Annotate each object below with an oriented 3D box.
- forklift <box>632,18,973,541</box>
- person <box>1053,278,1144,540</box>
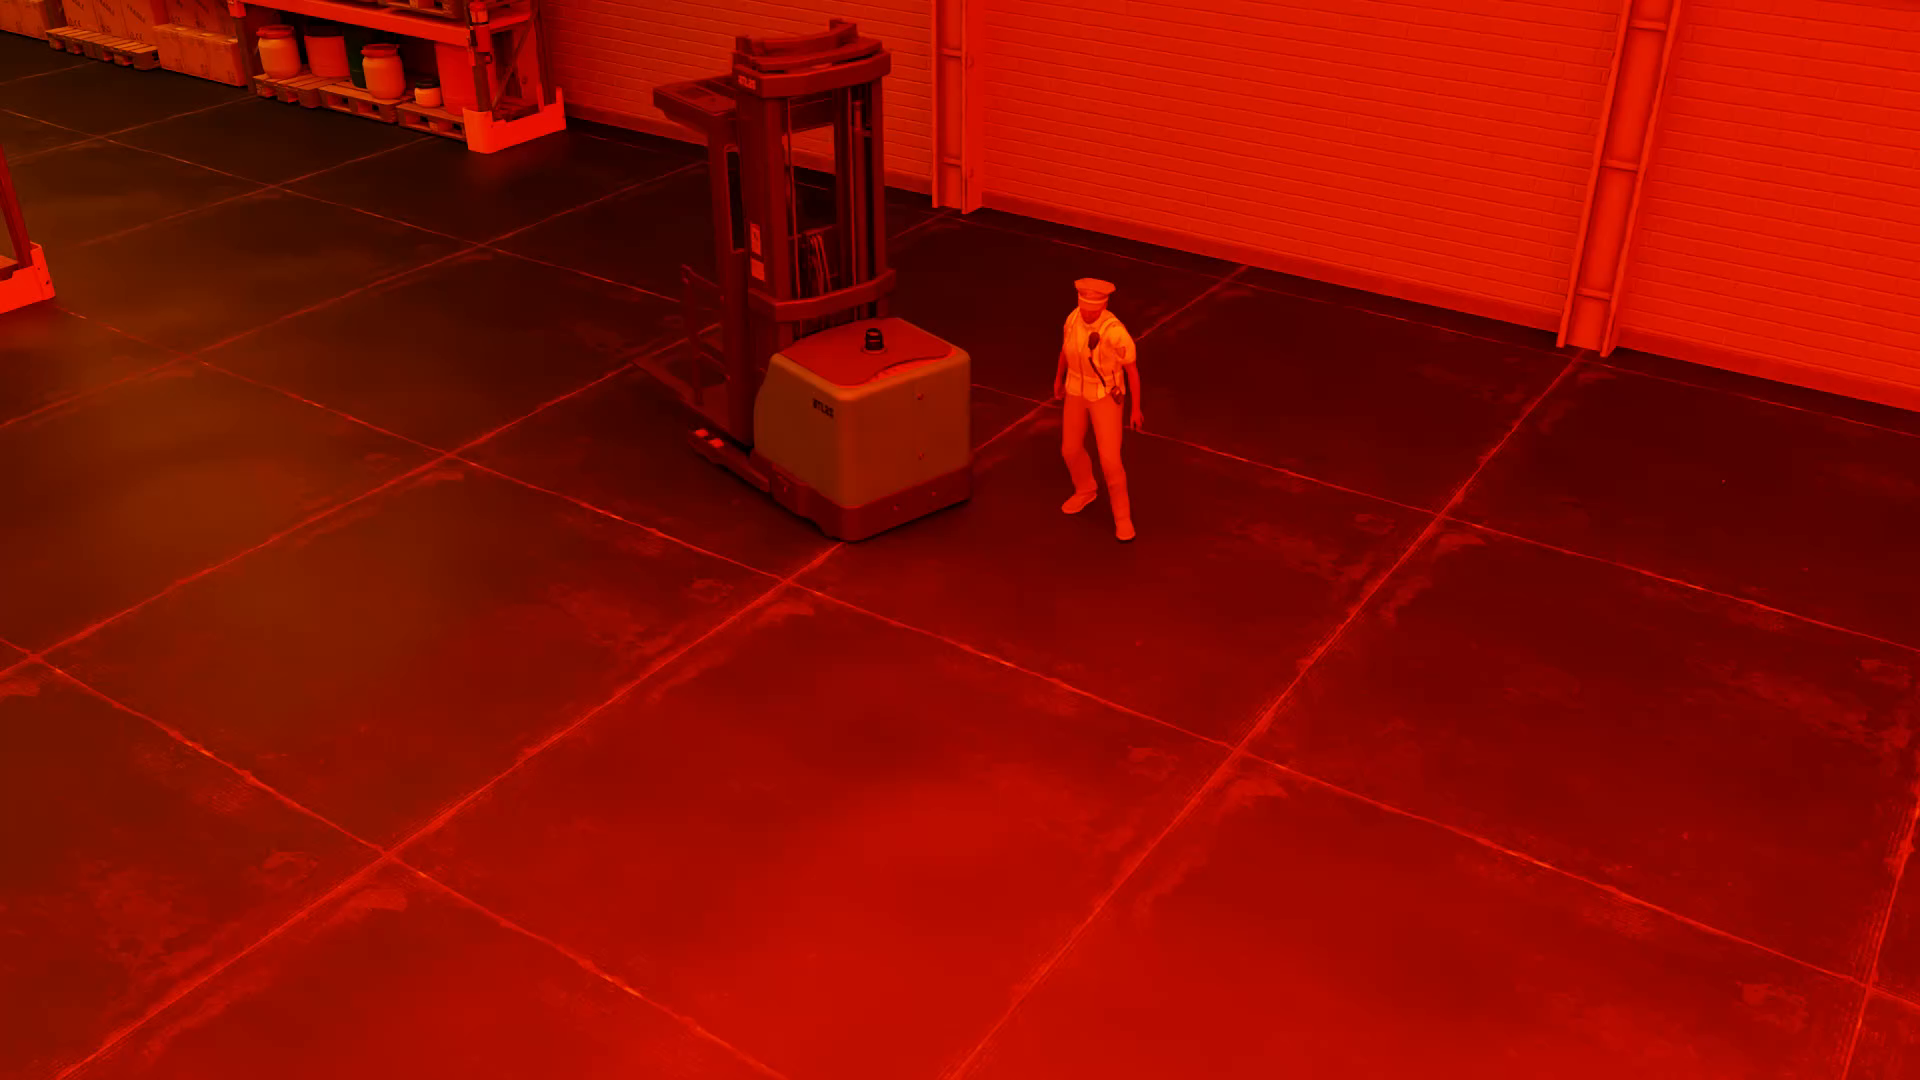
[{"bbox_3d":[-1.233,-1.932,10.908,1.130,2.935,3.031,-22,37,-33],"label":"forklift"},{"bbox_3d":[0.855,-0.864,10.378,0.788,1.632,0.397,23,37,34],"label":"person"}]
